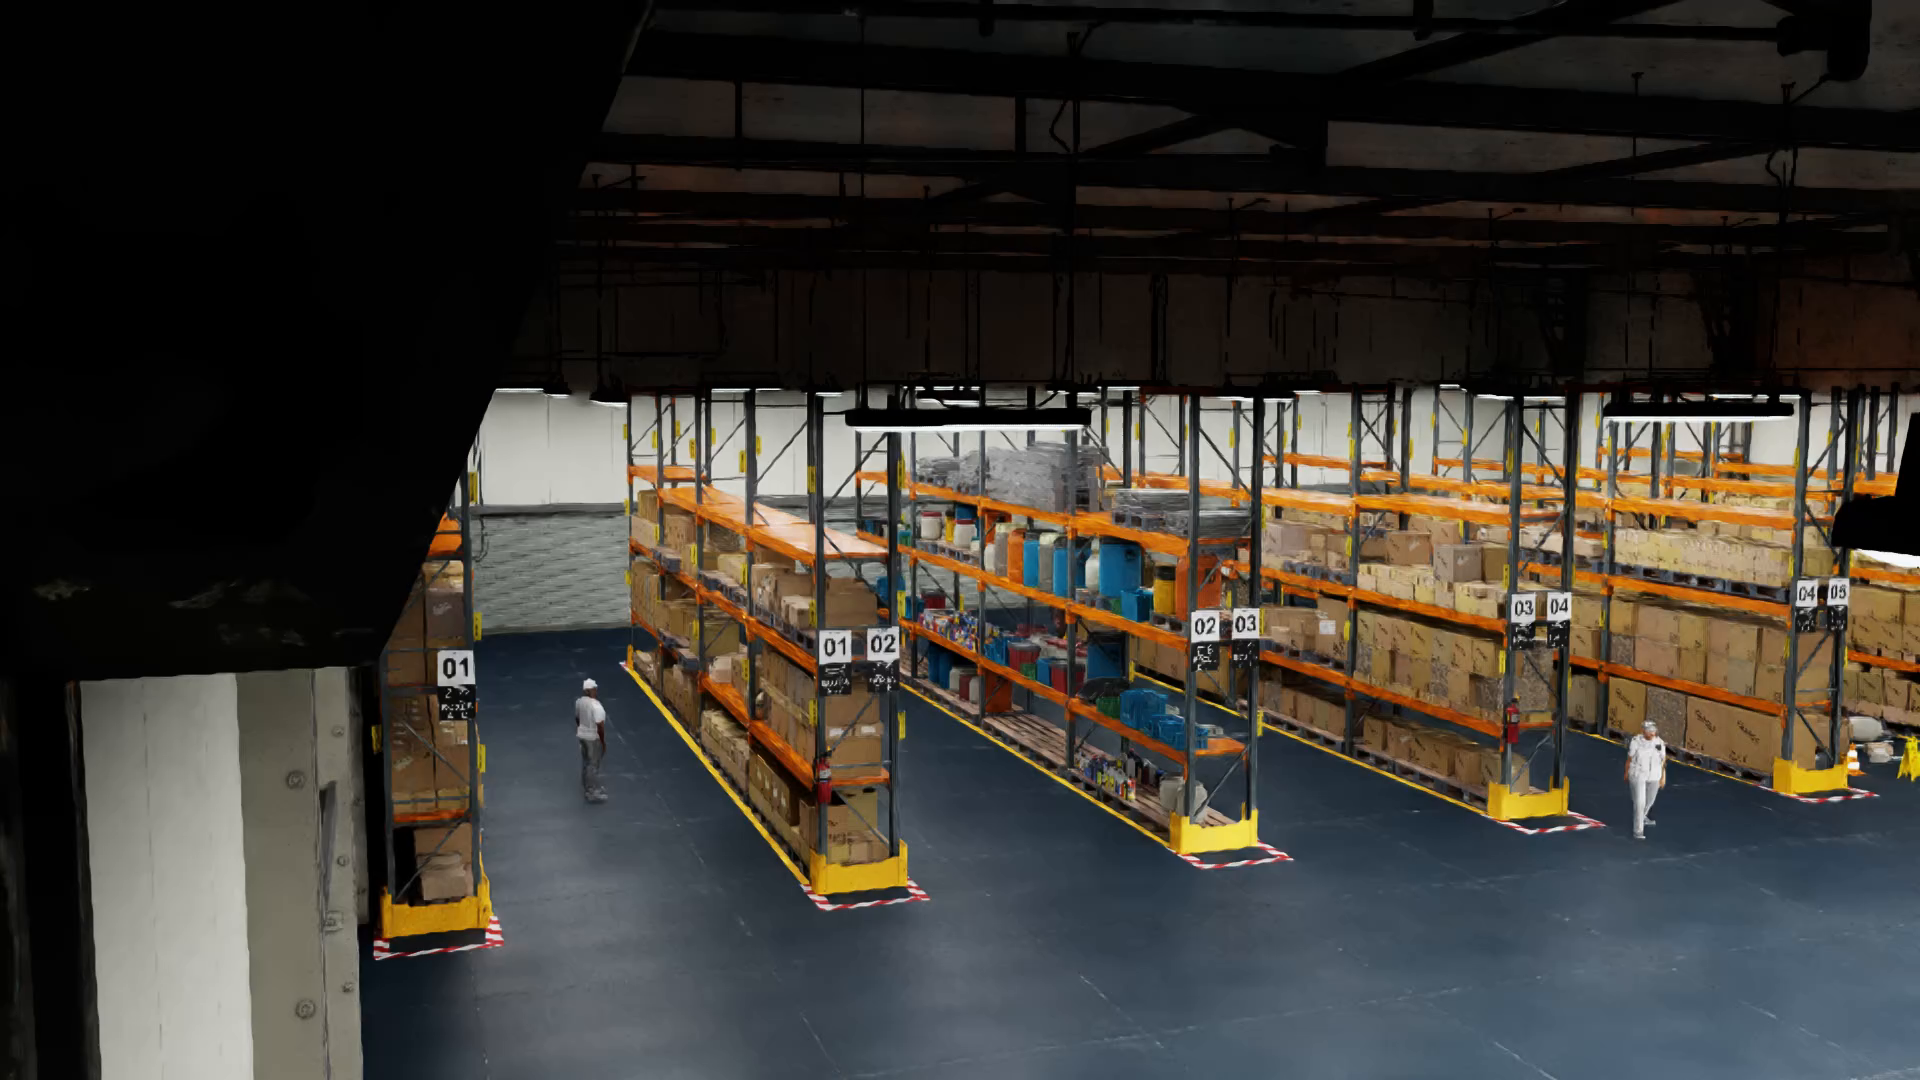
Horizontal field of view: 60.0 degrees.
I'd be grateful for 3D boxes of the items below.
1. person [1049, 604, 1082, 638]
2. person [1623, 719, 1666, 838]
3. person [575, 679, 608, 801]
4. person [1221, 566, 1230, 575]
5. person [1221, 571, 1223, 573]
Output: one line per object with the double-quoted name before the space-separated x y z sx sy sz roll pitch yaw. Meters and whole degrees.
"person" 2.282 1.759 36.040 0.729 1.726 0.541 -2 6 -19
"person" 9.329 3.200 22.646 0.527 1.594 0.939 0 6 2
"person" -5.392 2.909 24.484 0.628 1.768 0.456 6 8 43
"person" 6.769 0.986 43.527 0.635 1.728 1.045 0 6 3
"person" 6.119 1.481 39.650 0.566 1.541 0.519 -2 6 -20
